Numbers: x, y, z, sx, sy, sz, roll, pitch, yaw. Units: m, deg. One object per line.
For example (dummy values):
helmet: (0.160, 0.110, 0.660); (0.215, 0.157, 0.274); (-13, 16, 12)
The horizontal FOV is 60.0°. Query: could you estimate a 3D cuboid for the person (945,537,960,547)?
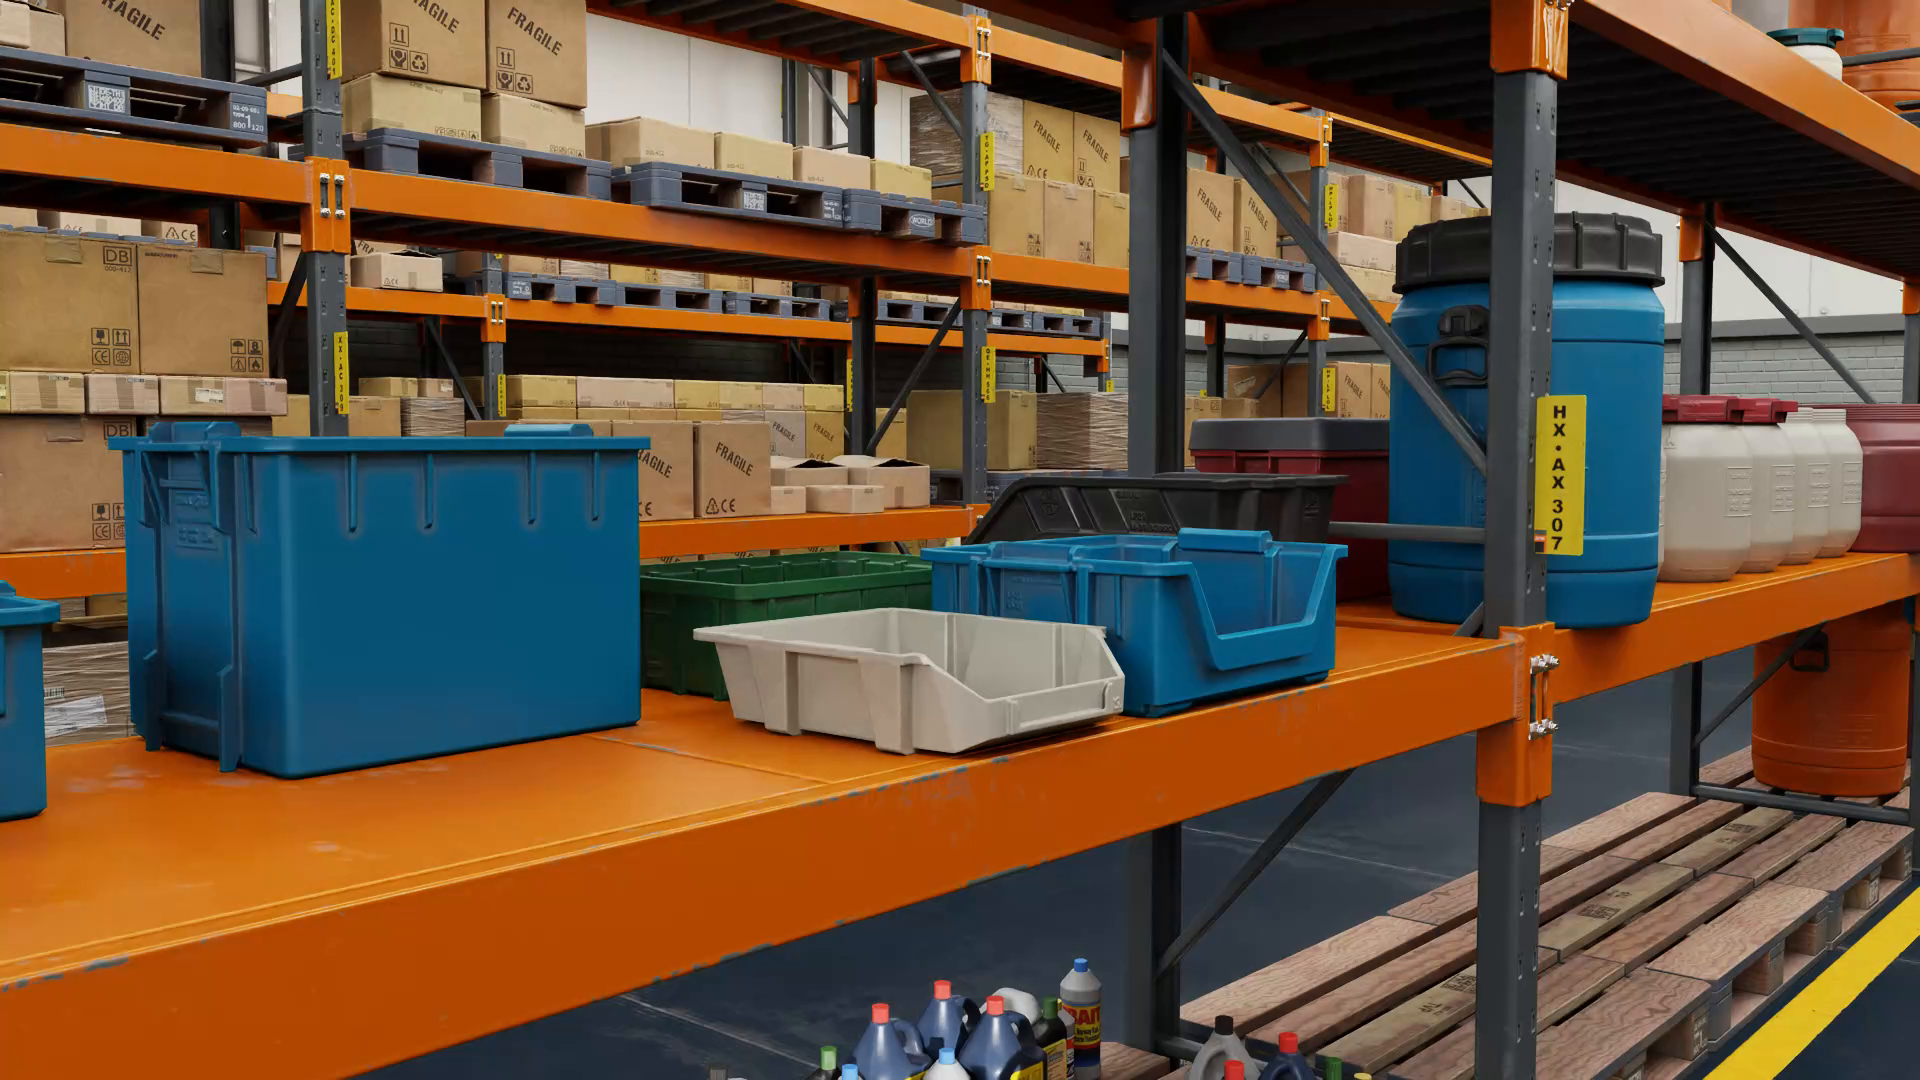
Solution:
person: (0.327, 0.332, 14.039); (0.965, 1.042, 0.522); (3, 4, 38)
